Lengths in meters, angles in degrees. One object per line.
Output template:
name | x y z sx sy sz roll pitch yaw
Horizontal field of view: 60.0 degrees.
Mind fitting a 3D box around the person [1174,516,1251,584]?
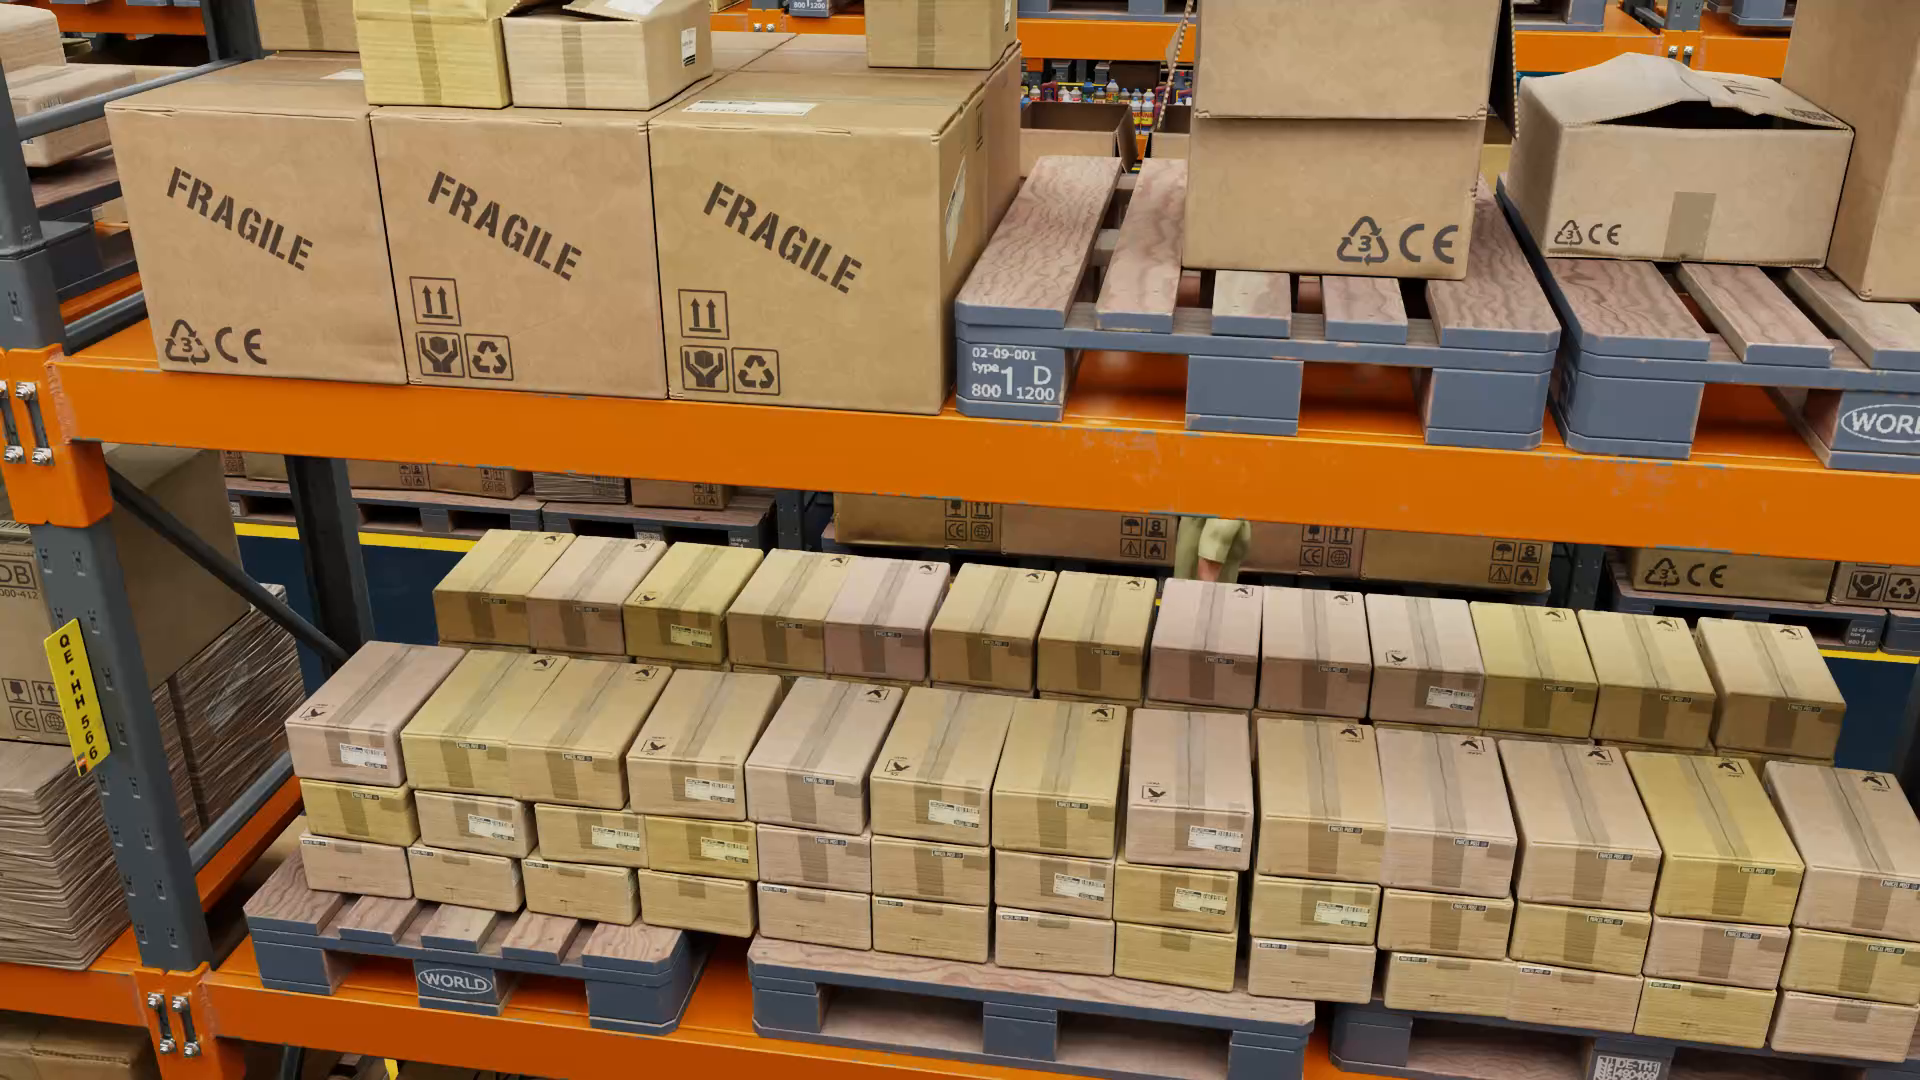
person | 1.001 0.304 6.458 0.357 1.673 0.513 3 25 7
